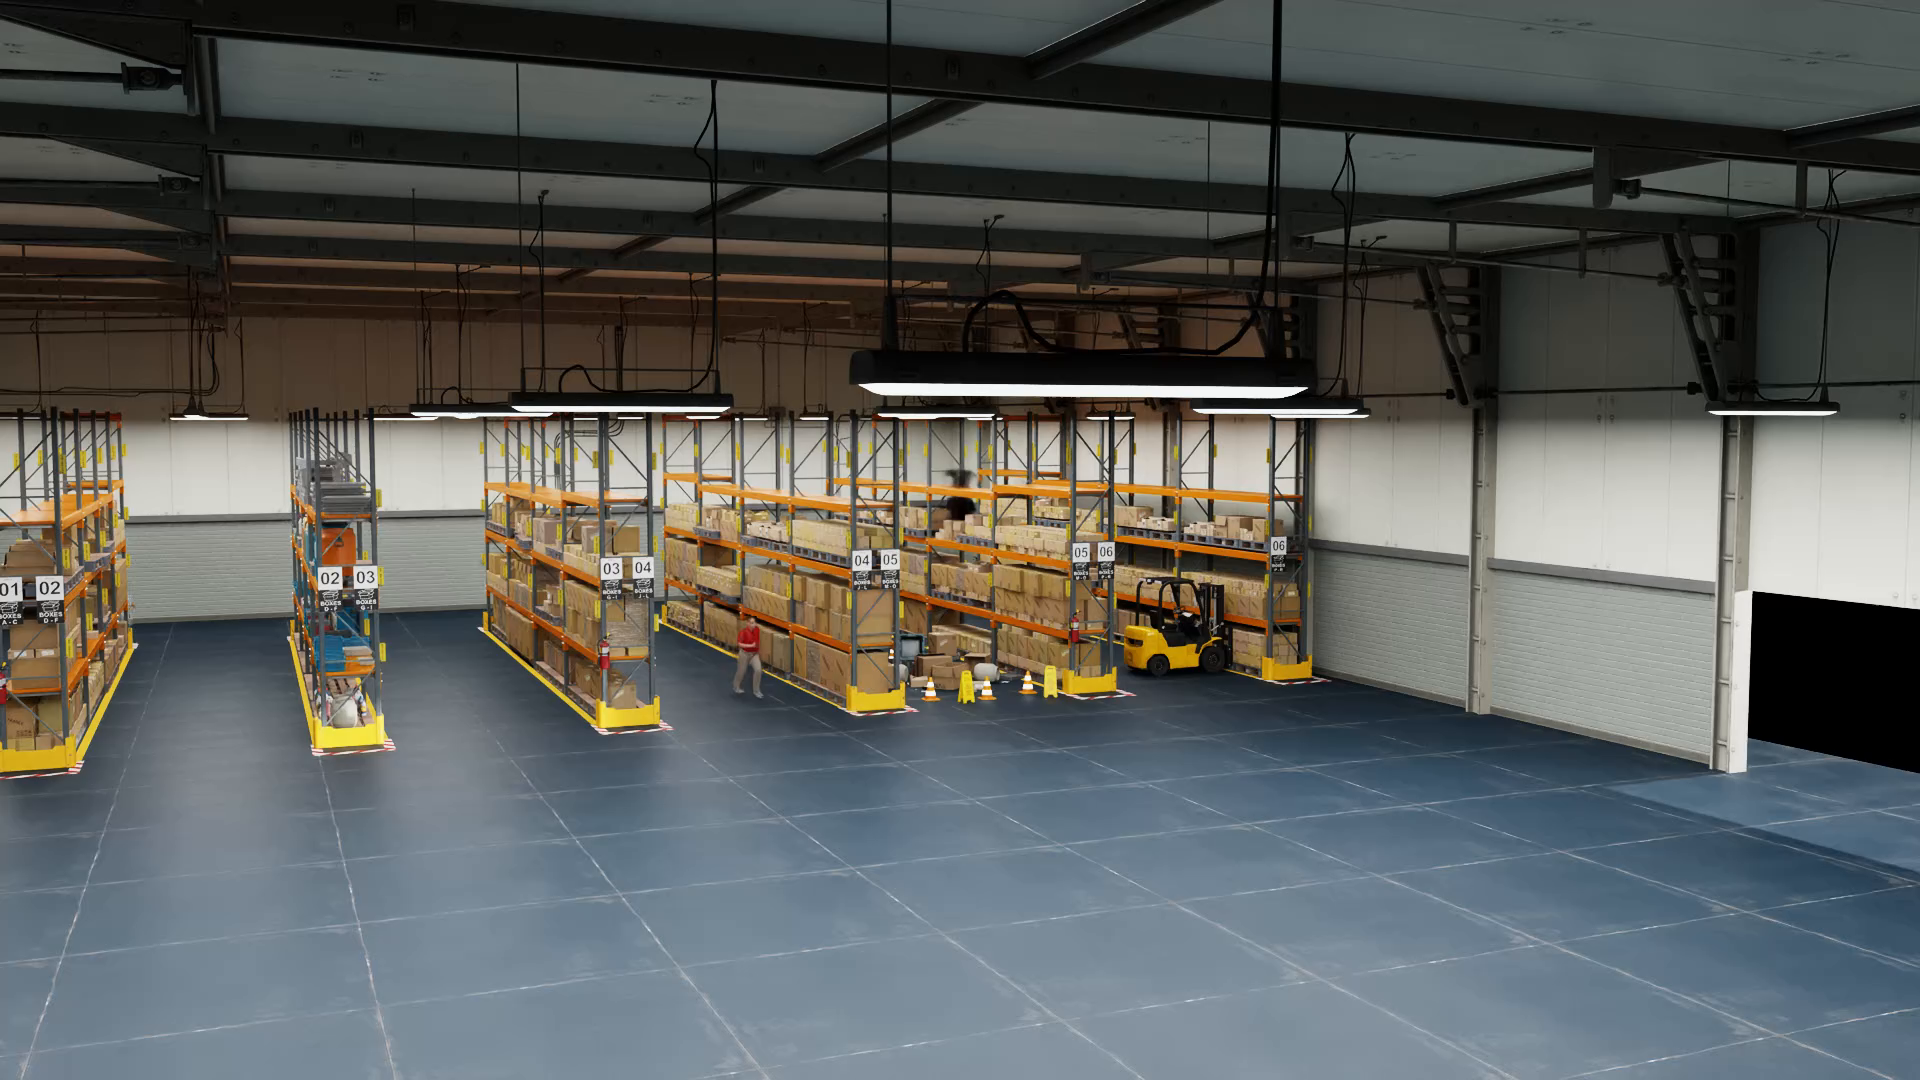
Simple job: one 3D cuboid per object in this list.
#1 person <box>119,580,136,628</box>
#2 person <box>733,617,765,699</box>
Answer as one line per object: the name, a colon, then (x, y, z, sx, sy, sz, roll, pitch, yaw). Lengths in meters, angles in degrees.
person: (-21.868, 1.826, 43.382, 0.560, 1.719, 0.719, 0, 4, 7)
person: (-4.428, 2.444, 34.828, 0.667, 1.709, 1.000, -3, 5, -36)
